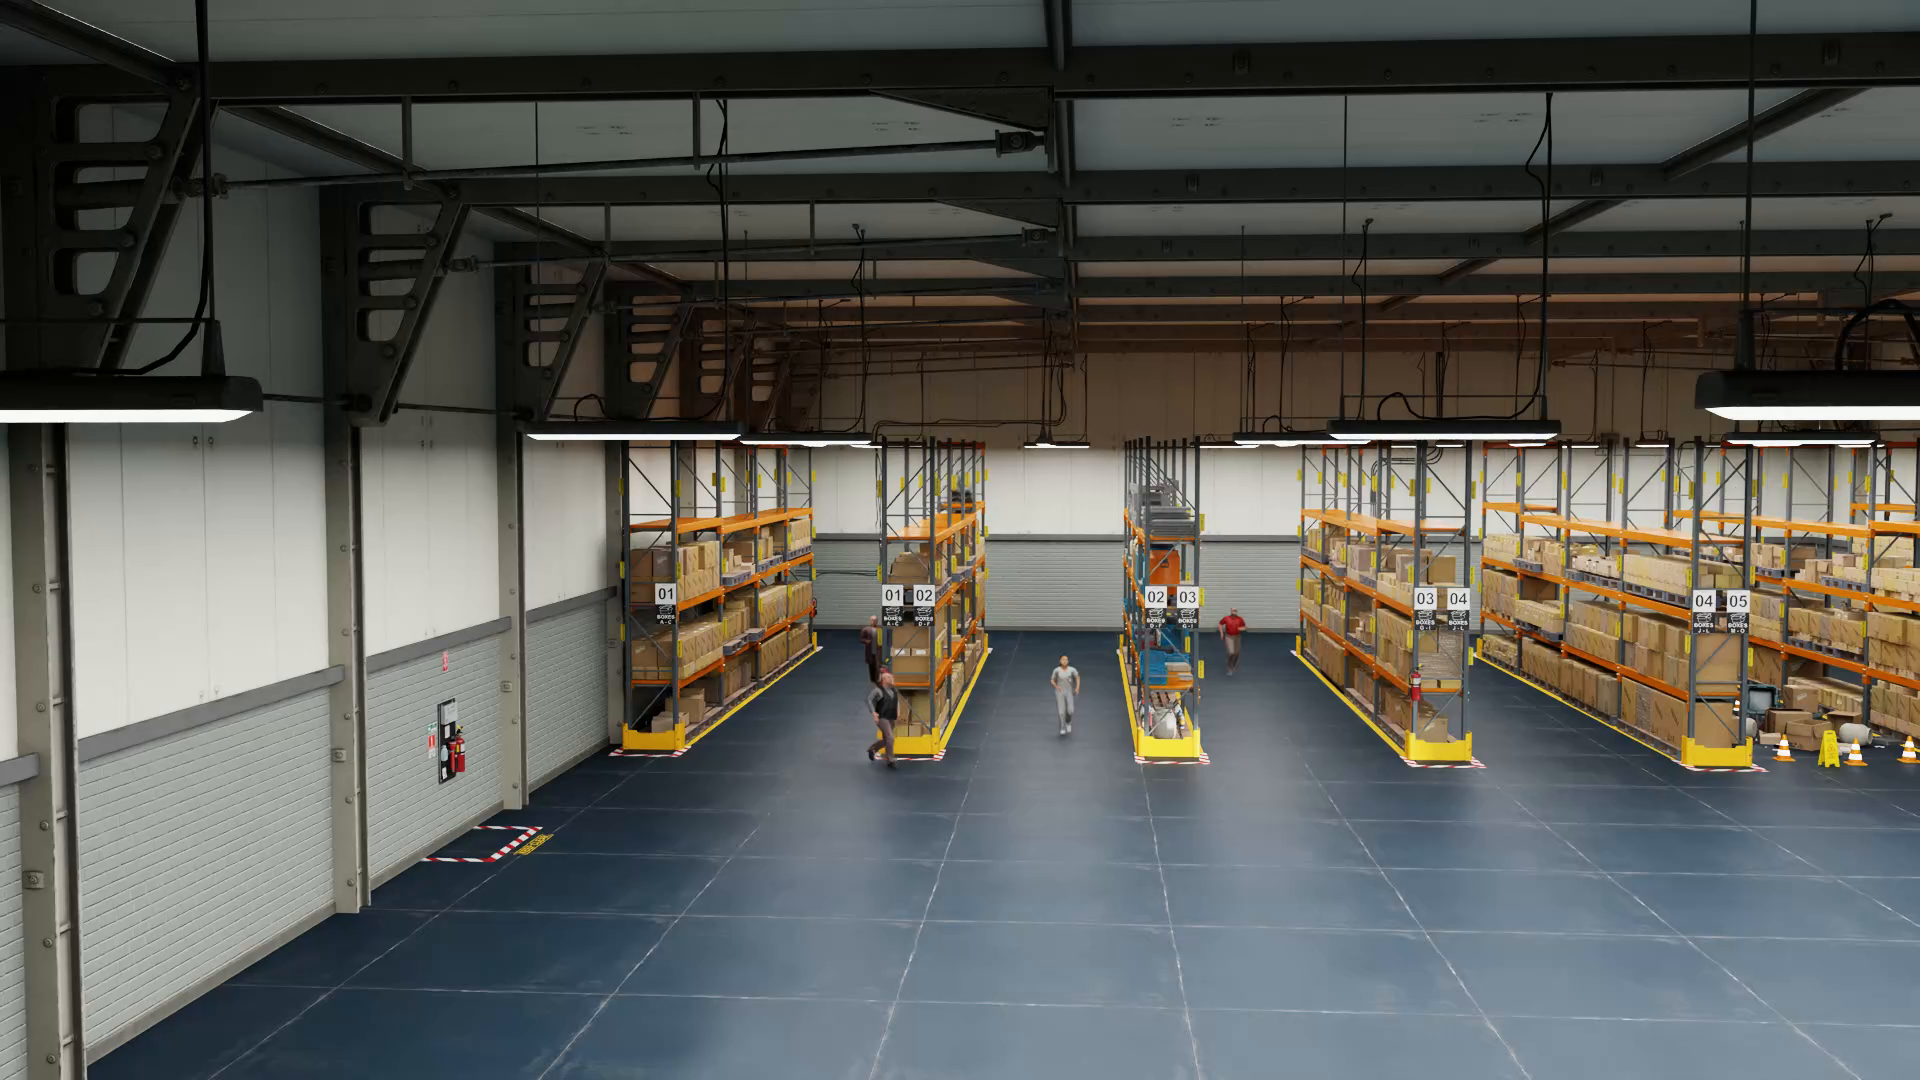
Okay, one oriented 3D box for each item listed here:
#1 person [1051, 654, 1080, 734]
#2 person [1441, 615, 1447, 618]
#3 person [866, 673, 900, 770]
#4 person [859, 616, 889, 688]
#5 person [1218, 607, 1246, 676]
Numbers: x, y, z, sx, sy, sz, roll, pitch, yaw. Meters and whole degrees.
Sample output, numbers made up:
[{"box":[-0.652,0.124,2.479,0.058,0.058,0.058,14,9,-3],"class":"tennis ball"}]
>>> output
[{"box":[2.124,3.106,33.430,0.603,1.624,0.569,0,3,-2],"class":"person"},{"box":[13.119,2.500,45.106,0.554,1.633,0.936,1,3,12],"class":"person"},{"box":[-1.334,3.266,30.187,0.844,1.710,0.670,3,4,43],"class":"person"},{"box":[-2.052,2.709,39.575,0.697,1.831,0.966,0,3,0],"class":"person"},{"box":[6.984,2.601,42.517,0.631,1.799,0.775,0,3,-8],"class":"person"}]
